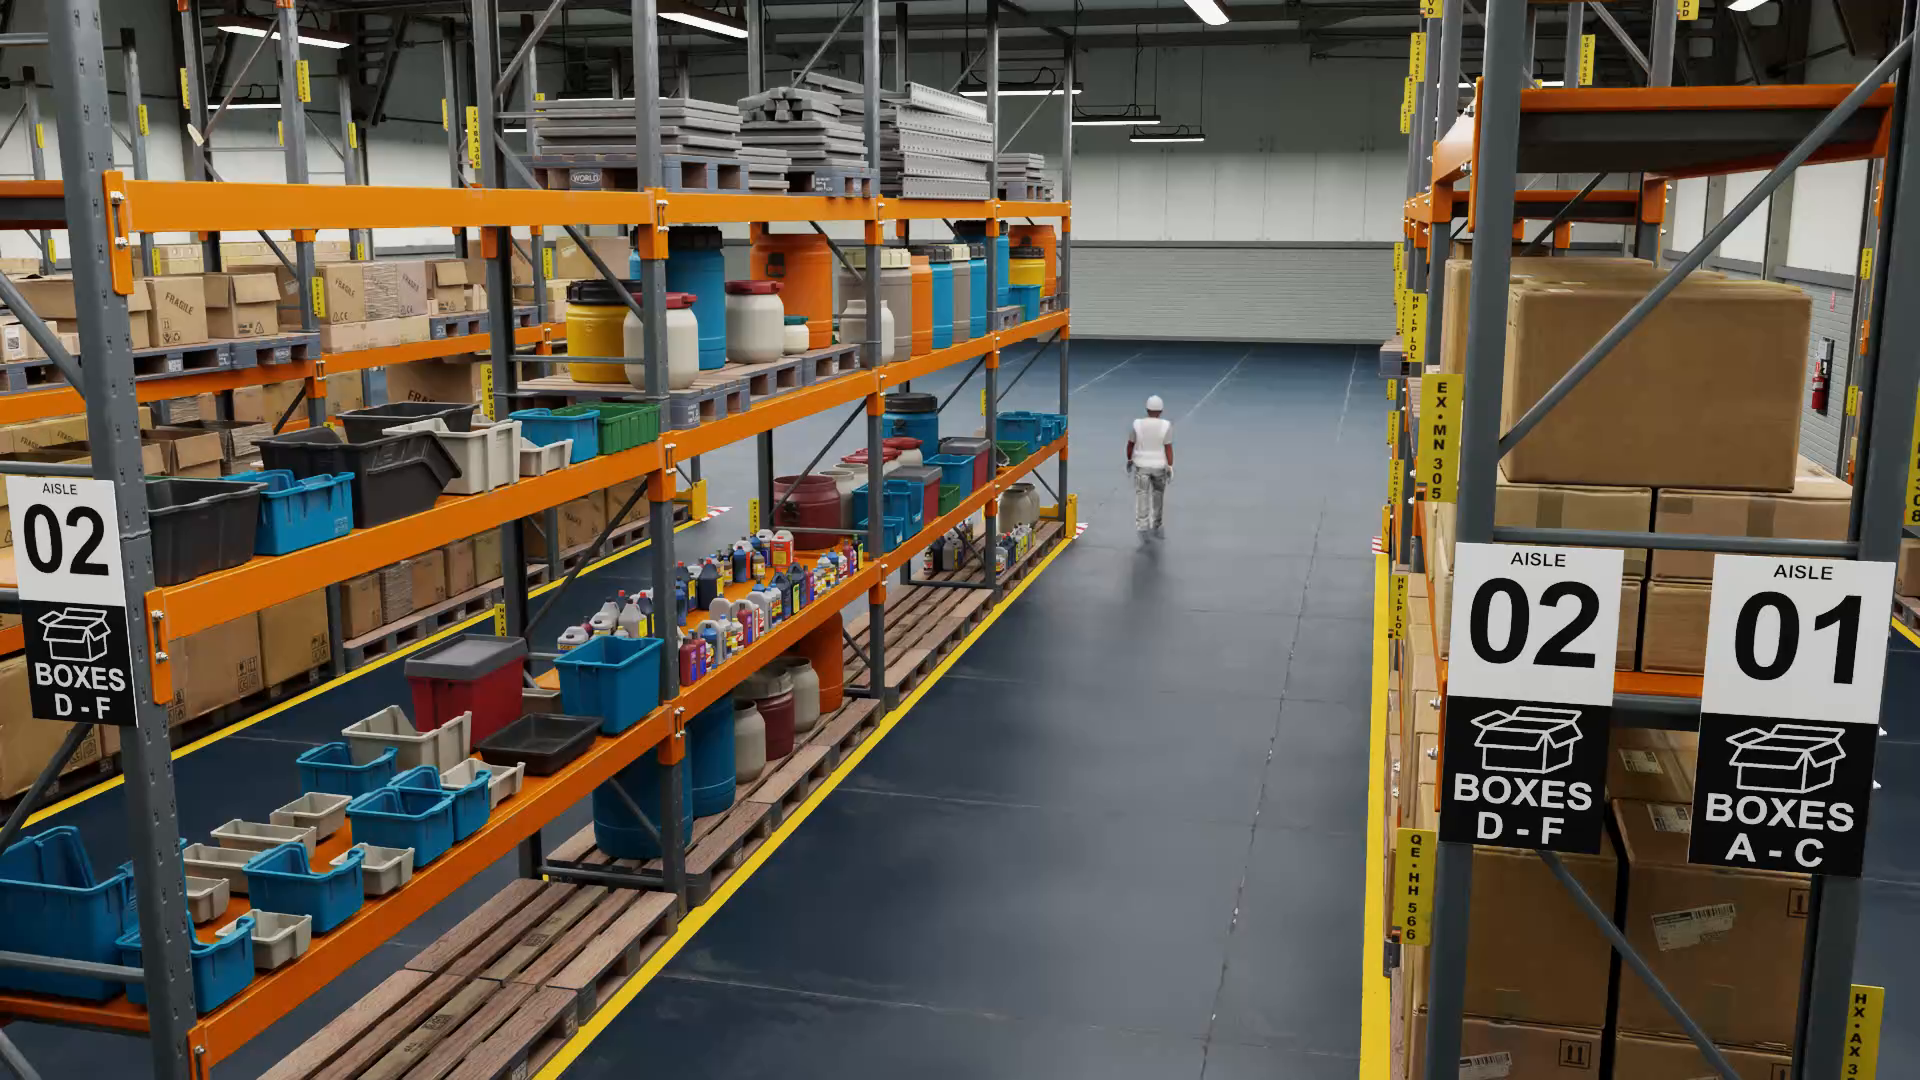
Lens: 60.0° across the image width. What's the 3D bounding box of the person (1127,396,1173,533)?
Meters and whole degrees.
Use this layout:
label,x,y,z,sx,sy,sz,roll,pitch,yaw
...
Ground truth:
label,x,y,z,sx,sy,sz,roll,pitch,yaw
person,2.375,-0.942,20.839,0.570,1.749,1.054,1,11,5
